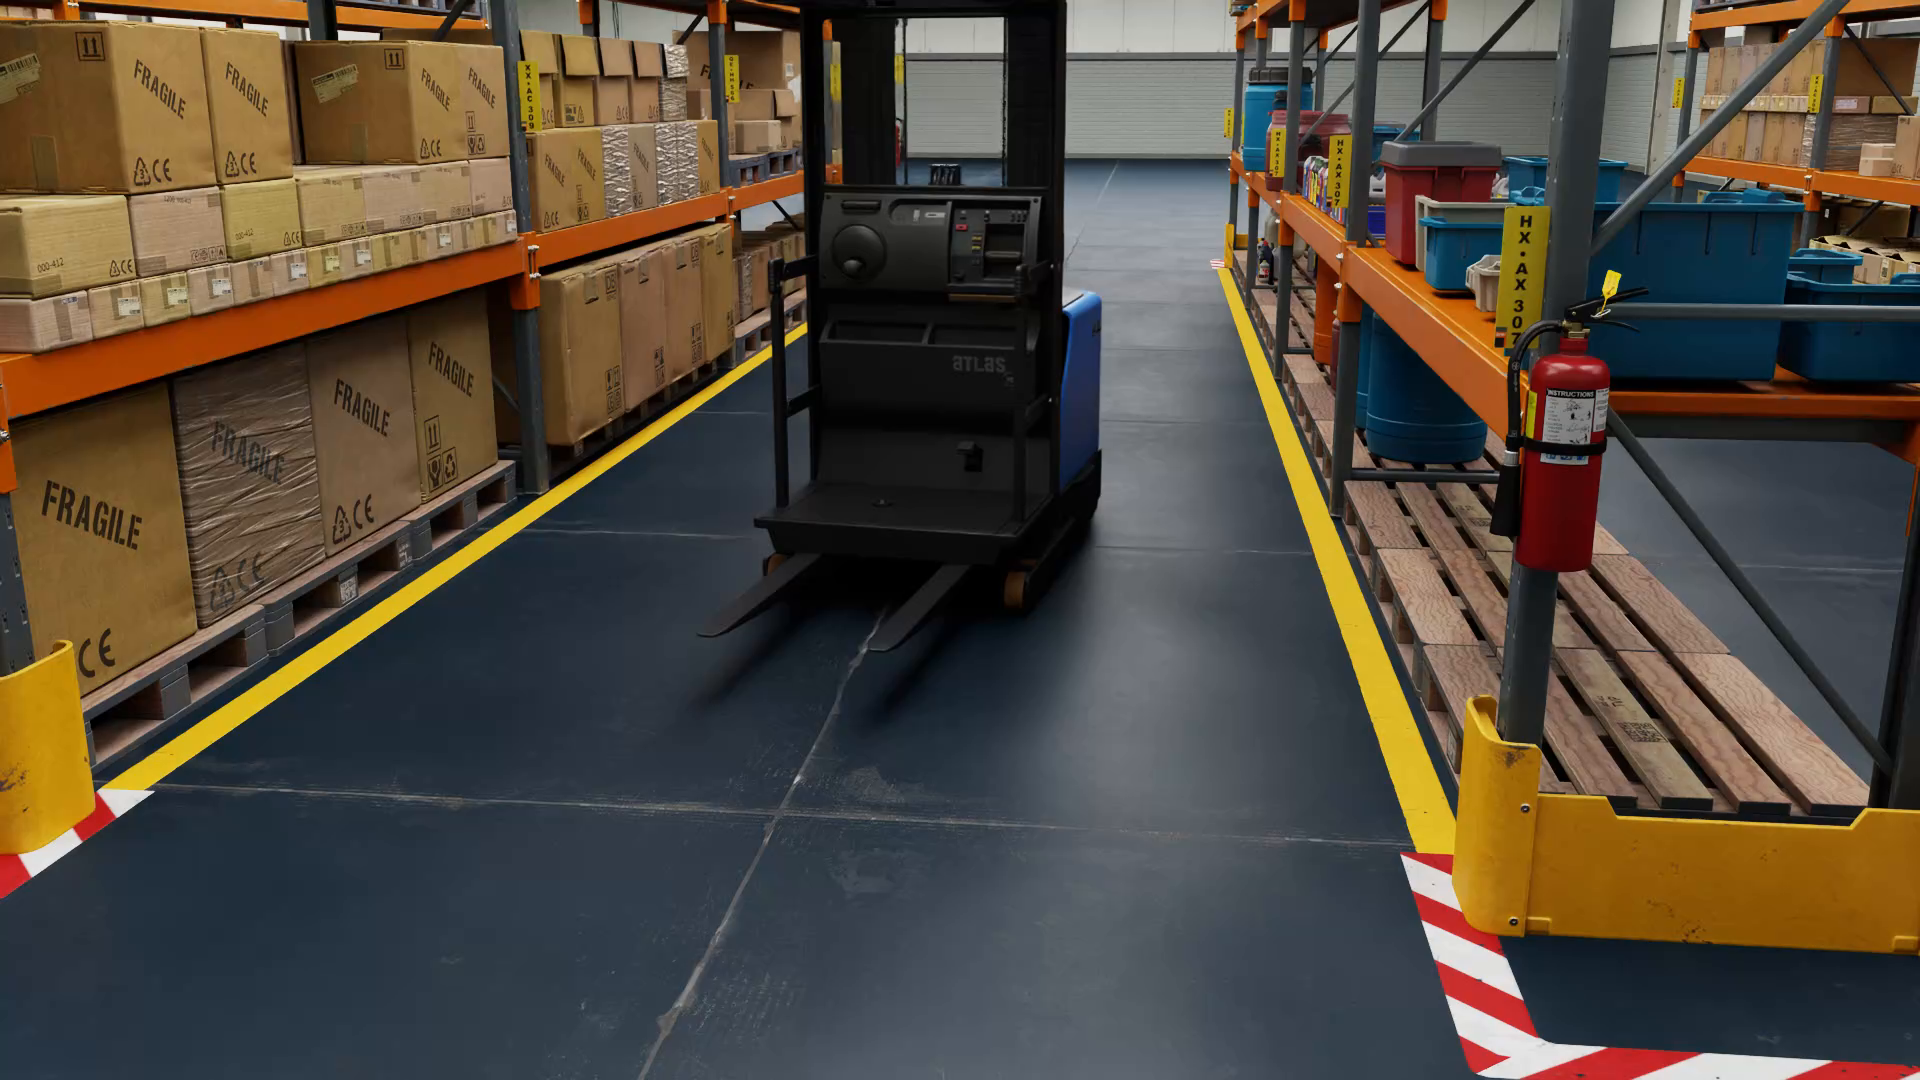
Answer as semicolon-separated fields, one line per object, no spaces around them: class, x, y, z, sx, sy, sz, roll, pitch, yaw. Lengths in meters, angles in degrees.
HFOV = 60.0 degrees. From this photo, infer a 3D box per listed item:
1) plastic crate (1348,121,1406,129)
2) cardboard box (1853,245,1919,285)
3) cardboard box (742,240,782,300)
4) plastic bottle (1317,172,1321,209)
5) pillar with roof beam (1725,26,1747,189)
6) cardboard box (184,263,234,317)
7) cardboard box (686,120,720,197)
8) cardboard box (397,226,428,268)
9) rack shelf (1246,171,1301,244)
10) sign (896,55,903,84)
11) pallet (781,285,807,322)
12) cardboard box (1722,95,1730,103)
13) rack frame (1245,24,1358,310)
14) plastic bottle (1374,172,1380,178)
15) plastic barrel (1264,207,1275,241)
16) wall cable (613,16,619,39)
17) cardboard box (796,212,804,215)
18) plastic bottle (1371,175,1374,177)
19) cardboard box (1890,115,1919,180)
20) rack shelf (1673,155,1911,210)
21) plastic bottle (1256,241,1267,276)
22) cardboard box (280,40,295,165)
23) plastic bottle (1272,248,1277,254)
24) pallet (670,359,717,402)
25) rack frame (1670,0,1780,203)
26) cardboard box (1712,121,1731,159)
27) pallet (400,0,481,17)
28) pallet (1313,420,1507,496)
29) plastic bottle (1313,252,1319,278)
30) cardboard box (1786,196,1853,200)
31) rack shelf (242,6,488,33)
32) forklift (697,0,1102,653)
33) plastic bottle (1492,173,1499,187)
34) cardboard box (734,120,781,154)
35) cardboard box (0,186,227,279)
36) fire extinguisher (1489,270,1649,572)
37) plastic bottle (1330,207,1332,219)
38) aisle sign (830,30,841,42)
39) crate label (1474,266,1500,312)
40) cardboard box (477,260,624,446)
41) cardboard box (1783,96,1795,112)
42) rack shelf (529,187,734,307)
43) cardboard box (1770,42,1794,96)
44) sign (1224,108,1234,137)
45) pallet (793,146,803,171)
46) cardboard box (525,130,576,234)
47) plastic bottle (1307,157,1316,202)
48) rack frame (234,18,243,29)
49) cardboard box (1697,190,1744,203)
plastic crate;3.235;-3.030;12.999;0.402;0.464;0.583;2;15;6
cardboard box;7.708;-2.262;13.670;0.500;0.311;0.500;1;15;4
cardboard box;-1.947;-2.351;14.557;0.700;0.500;0.500;0;15;1
plastic bottle;2.234;-2.155;10.133;0.097;0.271;0.097;0;15;0
pillar with roof beam;12.029;-11.856;34.270;9.100;9.000;0.400;2;15;6
cardboard box;-2.623;-0.822;5.436;0.380;0.149;0.250;1;15;5
cardboard box;-1.982;-2.648;11.517;0.500;0.500;0.500;2;15;8
cardboard box;-2.449;-1.221;6.911;0.380;0.149;0.250;2;15;7
rack shelf;2.974;-2.761;13.503;1.077;0.370;4.000;2;15;6
sign;-0.721;-5.500;19.431;0.100;0.325;0.005;2;15;6
pallet;-1.808;-2.224;15.484;1.003;0.211;1.213;2;15;6
cardboard box;8.227;-4.584;17.436;0.380;0.149;0.250;1;15;5
rack frame;3.200;-3.627;15.327;1.000;3.000;0.127;2;15;6
plastic bottle;2.260;-1.863;9.051;0.097;0.271;0.097;0;15;0
plastic barrel;3.653;-3.493;18.794;0.421;0.512;0.421;0;15;0
wall cable;-11.992;-14.996;51.829;3.097;2.526;0.112;2;15;6
cardboard box;-1.480;-3.327;18.202;0.500;0.500;0.500;3;15;11
plastic bottle;2.076;-1.776;8.578;0.144;0.351;0.185;2;15;6
cardboard box;7.959;-3.193;13.531;0.500;0.500;0.500;3;15;10
rack shelf;8.347;-3.651;16.796;1.077;0.370;4.000;2;15;6
plastic bottle;3.008;-2.785;16.449;0.144;0.351;0.185;1;15;3
cardboard box;-3.049;-1.751;6.674;0.500;0.500;0.500;1;15;4
plastic bottle;3.158;-2.752;16.466;0.152;0.276;0.135;2;15;6
pallet;-2.336;-1.187;11.646;1.003;0.211;1.213;2;15;6
rack frame;8.573;-4.517;18.621;1.000;3.000;0.127;2;15;6
cardboard box;8.453;-4.308;17.657;0.700;0.500;0.500;2;15;8
pallet;-6.260;-6.195;19.248;1.003;0.211;1.213;2;15;6
pallet;2.426;-0.404;8.753;1.003;0.211;1.213;2;15;6
plastic bottle;3.560;-2.762;16.360;0.144;0.351;0.185;2;15;6
cardboard box;8.652;-3.217;16.840;0.500;0.500;0.500;2;15;6
rack shelf;-6.412;-5.564;18.125;1.077;0.370;4.000;2;15;6
forklift;-0.179;-1.239;6.628;1.130;2.935;3.031;4;16;14
plastic bottle;2.833;-1.841;8.961;0.152;0.276;0.135;2;15;6
cardboard box;-1.755;-3.293;13.577;0.500;0.250;0.500;1;15;5
cardboard box;-2.701;-0.983;5.268;0.500;0.250;0.500;2;15;6
fire extinguisher;1.377;-0.271;3.781;0.296;0.674;0.183;2;15;6
plastic bottle;2.146;-1.919;9.393;0.097;0.201;0.097;0;15;0
aisle sign;-1.561;-6.090;19.456;0.394;0.787;0.004;2;15;6
crate label;1.812;-0.780;5.192;0.396;0.136;0.243;2;15;6
cardboard box;-2.572;-1.041;9.032;1.225;0.875;0.875;2;15;6
cardboard box;8.025;-4.118;15.711;0.380;0.149;0.250;2;15;6
rack shelf;-2.398;-1.869;10.206;1.077;0.370;4.000;2;15;6
cardboard box;8.278;-4.530;15.993;0.700;0.500;0.500;2;15;6
sign;3.105;-4.815;19.192;0.100;0.325;0.005;2;15;6
pallet;-1.952;-3.486;15.174;1.003;0.211;1.213;2;15;6
cardboard box;-2.324;-1.858;8.594;0.500;0.500;0.500;2;15;6
plastic bottle;2.296;-2.346;10.816;0.061;0.283;0.133;2;15;6
rack frame;-6.638;-3.945;16.504;1.000;3.000;0.127;2;15;6
cardboard box;8.237;-3.492;17.857;0.500;0.500;0.500;2;15;6
